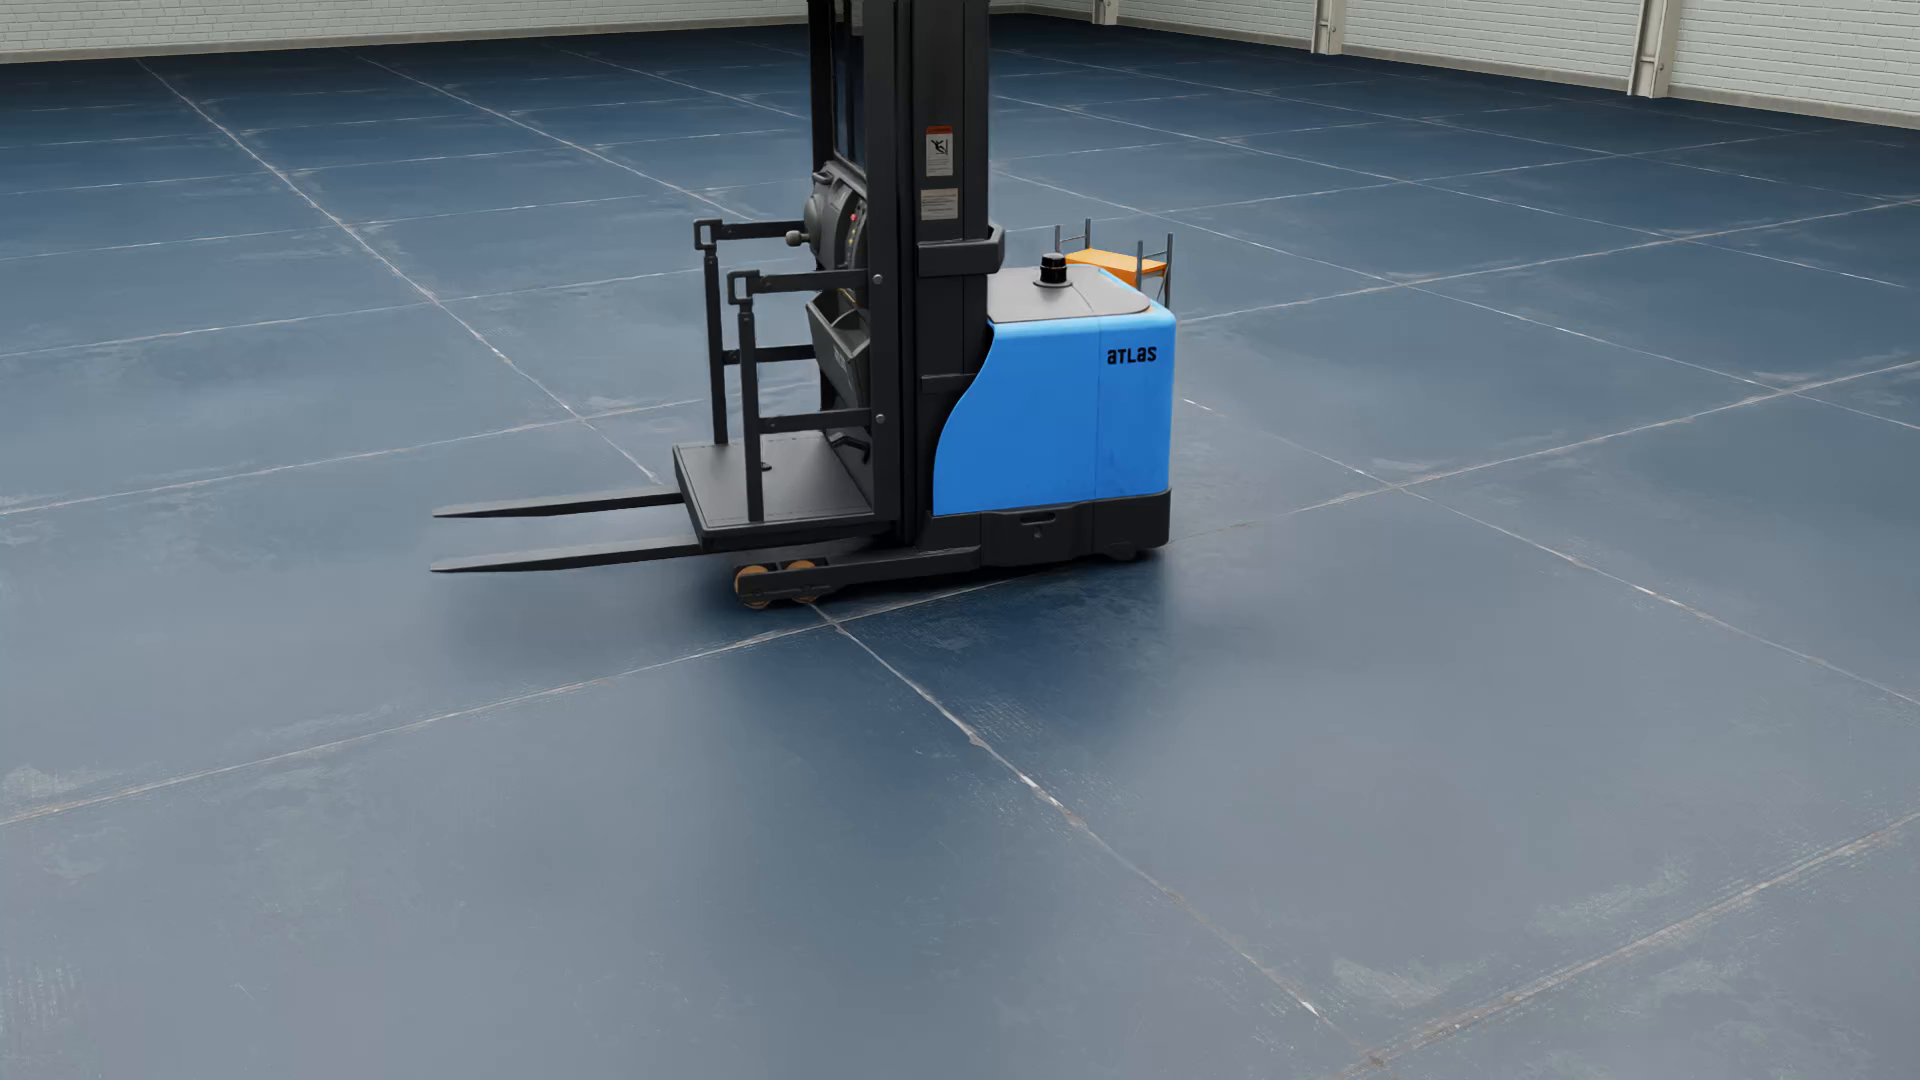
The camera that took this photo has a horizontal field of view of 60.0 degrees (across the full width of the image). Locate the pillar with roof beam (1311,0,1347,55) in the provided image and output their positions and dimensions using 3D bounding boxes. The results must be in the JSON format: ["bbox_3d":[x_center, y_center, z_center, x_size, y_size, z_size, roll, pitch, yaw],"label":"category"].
[{"bbox_3d":[2.056,-10.985,22.386,9.100,9.000,0.400,-13,25,-28],"label":"pillar with roof beam"}]

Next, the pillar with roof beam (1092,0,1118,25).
[{"bbox_3d":[-1.009,-12.927,27.164,9.100,9.000,0.400,-13,25,-28],"label":"pillar with roof beam"}]

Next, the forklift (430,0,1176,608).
[{"bbox_3d":[-0.680,-1.306,6.632,3.031,2.935,1.130,-6,23,-14],"label":"forklift"}]

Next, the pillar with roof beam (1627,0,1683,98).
[{"bbox_3d":[5.121,-9.042,17.607,9.100,9.000,0.400,-13,25,-28],"label":"pillar with roof beam"}]

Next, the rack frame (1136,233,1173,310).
[{"bbox_3d":[0.880,-0.809,7.708,0.015,1.200,0.240,20,30,40],"label":"rack frame"}]

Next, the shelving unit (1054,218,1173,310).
[{"bbox_3d":[0.705,-0.873,7.865,0.503,1.200,0.258,20,30,40],"label":"shelving unit"}]

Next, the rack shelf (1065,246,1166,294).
[{"bbox_3d":[0.705,-1.237,7.717,0.480,0.148,0.258,20,30,40],"label":"rack shelf"}]

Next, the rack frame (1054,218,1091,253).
[{"bbox_3d":[0.530,-0.937,8.022,0.015,1.200,0.240,20,30,40],"label":"rack frame"}]
